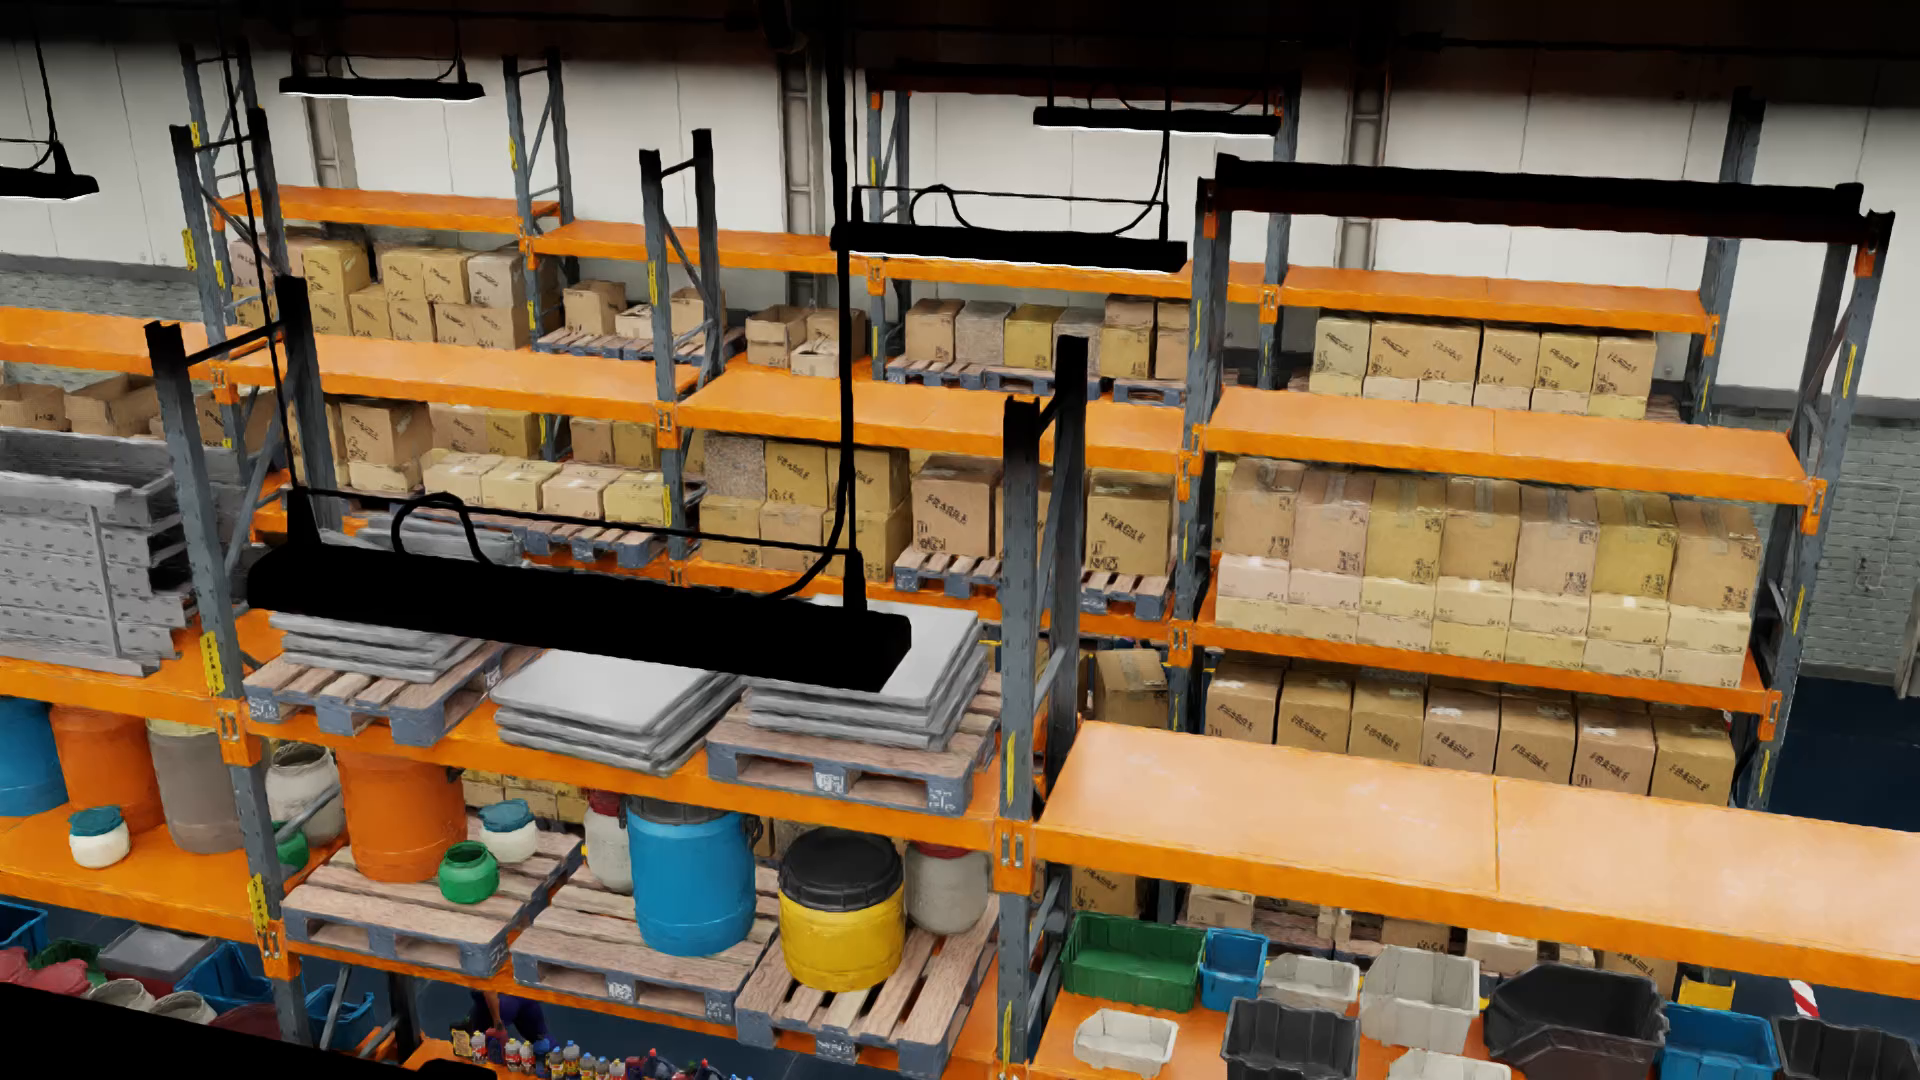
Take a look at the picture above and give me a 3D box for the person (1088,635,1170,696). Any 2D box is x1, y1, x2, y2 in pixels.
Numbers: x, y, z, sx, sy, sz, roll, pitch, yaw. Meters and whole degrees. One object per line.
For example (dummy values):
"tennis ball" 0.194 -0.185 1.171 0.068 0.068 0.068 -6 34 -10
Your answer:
"person" 1.693 0.911 16.565 1.037 1.513 0.419 6 23 13

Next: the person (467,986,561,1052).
"person" -3.134 3.081 11.268 1.077 1.564 0.480 8 24 19
